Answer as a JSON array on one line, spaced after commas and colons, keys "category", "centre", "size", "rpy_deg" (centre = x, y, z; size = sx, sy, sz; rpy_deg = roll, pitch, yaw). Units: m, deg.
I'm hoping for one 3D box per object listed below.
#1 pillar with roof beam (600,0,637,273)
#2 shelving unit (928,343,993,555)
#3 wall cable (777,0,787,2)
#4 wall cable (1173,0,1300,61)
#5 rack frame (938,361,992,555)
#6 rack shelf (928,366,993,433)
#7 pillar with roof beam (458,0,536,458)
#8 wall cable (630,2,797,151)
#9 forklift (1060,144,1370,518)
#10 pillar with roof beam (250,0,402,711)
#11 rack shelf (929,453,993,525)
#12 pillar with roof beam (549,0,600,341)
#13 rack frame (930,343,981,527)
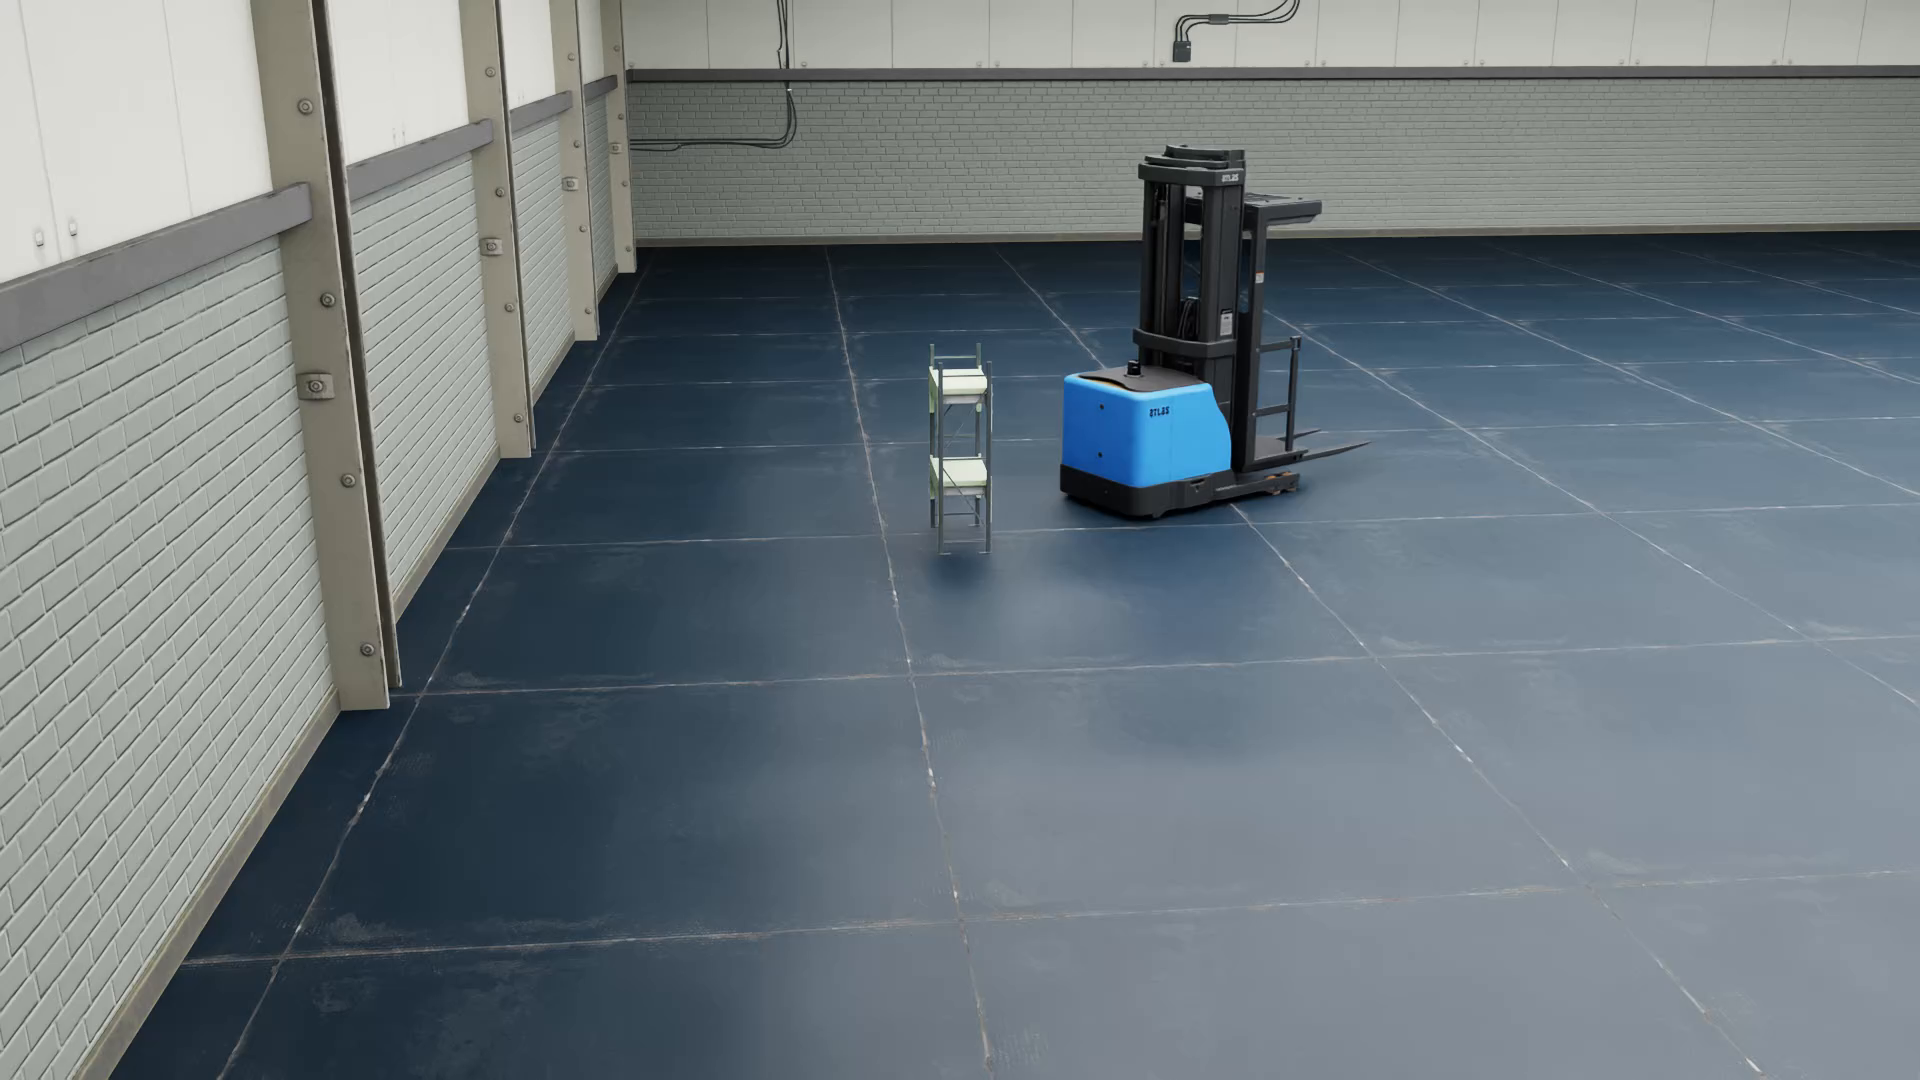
[{"category": "pillar with roof beam", "centre": [-1.175, -8.833, 26.290], "size": [9.100, 9.000, 0.400], "rpy_deg": [-2, 18, -6]}, {"category": "shelving unit", "centre": [-0.001, -0.718, 12.959], "size": [0.431, 1.500, 0.755], "rpy_deg": [-2, 18, -6]}, {"category": "wall cable", "centre": [-1.755, -10.631, 28.767], "size": [3.097, 2.526, 0.112], "rpy_deg": [-2, 18, -6]}, {"category": "wall cable", "centre": [4.998, -11.530, 29.202], "size": [2.305, 6.003, 0.169], "rpy_deg": [-2, 18, -6]}, {"category": "rack frame", "centre": [0.037, -0.609, 12.611], "size": [0.400, 1.500, 0.023], "rpy_deg": [-2, 18, -6]}, {"category": "rack shelf", "centre": [-0.001, -1.090, 12.842], "size": [0.431, 0.370, 0.720], "rpy_deg": [-2, 18, -6]}, {"category": "pillar with roof beam", "centre": [0.062, -5.258, 14.902], "size": [9.100, 9.000, 0.400], "rpy_deg": [-2, 18, -6]}, {"category": "wall cable", "centre": [-4.446, -8.137, 29.257], "size": [3.097, 2.526, 0.112], "rpy_deg": [-2, 18, -6]}, {"category": "forklift", "centre": [2.354, -1.904, 14.349], "size": [3.031, 2.935, 1.130], "rpy_deg": [-12, 21, -34]}, {"category": "pillar with roof beam", "centre": [0.681, -3.470, 9.208], "size": [9.100, 9.000, 0.400], "rpy_deg": [-2, 18, -6]}, {"category": "rack shelf", "centre": [-0.001, -0.407, 13.056], "size": [0.431, 0.370, 0.720], "rpy_deg": [-2, 18, -6]}, {"category": "pillar with roof beam", "centre": [-0.557, -7.046, 20.596], "size": [9.100, 9.000, 0.400], "rpy_deg": [-2, 18, -6]}, {"category": "rack frame", "centre": [-0.038, -0.827, 13.306], "size": [0.400, 1.500, 0.023], "rpy_deg": [-2, 18, -6]}]
